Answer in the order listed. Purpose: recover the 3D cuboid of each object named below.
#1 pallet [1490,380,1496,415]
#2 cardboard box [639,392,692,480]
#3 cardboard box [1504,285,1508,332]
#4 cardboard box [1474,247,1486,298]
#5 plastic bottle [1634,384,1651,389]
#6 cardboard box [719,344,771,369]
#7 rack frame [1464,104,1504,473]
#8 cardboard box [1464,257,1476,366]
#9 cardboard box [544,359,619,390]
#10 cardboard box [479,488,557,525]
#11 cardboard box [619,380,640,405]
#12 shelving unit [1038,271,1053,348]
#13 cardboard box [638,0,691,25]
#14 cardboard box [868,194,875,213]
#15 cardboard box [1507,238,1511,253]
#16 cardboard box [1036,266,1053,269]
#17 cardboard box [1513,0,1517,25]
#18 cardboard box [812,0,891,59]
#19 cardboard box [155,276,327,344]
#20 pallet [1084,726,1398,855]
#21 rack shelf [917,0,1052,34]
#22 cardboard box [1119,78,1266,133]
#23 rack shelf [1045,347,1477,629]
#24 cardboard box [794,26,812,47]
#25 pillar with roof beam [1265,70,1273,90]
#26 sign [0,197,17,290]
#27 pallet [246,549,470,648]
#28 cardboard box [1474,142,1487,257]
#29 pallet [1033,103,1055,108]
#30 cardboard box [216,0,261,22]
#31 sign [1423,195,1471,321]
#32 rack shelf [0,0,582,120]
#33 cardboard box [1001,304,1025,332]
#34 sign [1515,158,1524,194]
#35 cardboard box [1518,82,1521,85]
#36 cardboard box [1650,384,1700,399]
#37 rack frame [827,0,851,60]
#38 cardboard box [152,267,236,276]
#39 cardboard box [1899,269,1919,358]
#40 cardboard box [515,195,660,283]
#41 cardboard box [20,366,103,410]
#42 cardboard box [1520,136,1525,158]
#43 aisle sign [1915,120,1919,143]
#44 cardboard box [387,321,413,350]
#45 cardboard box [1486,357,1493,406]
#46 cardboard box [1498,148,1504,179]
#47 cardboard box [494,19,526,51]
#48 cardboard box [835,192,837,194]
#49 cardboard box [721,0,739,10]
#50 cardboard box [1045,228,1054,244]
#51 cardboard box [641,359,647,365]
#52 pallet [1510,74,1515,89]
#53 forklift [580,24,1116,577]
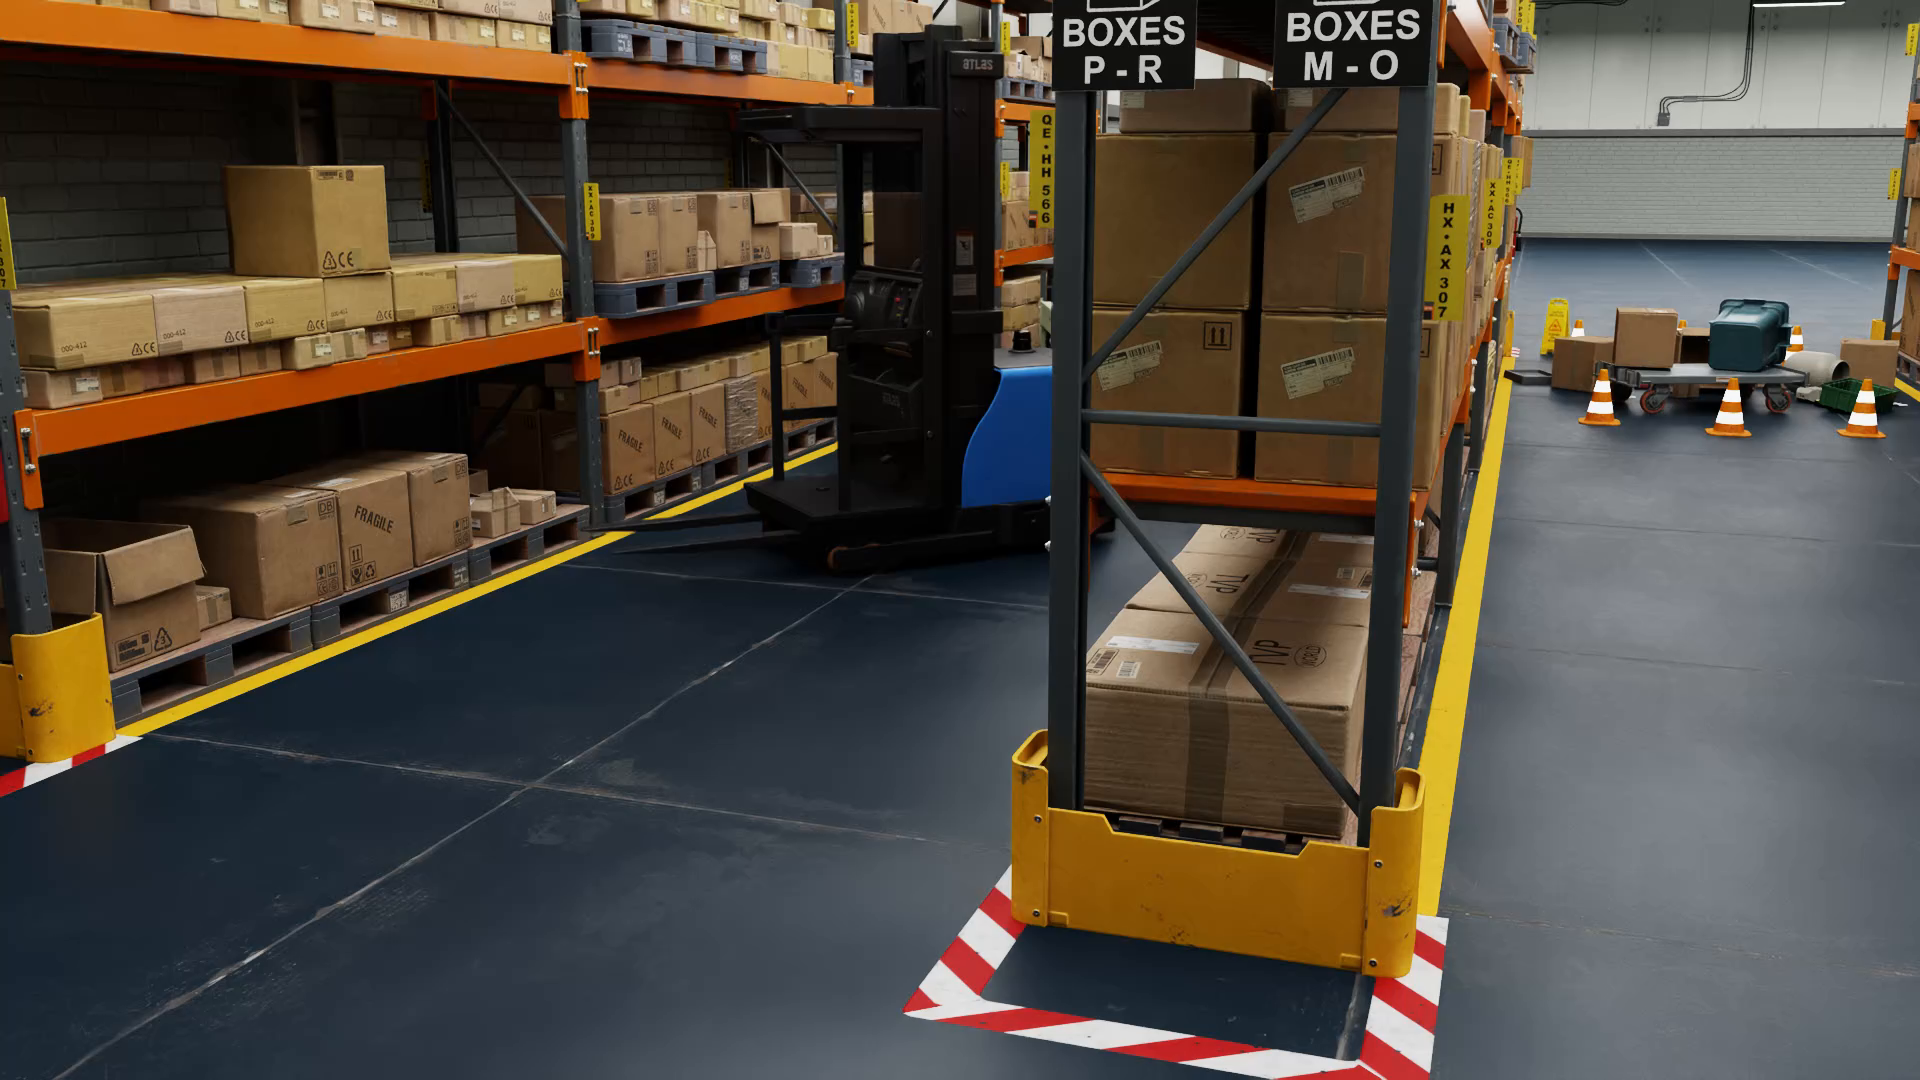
[{"bbox_3d":[4.385,-1.323,15.308,1.003,0.211,1.213,4,14,18],"label":"pallet"},{"bbox_3d":[-2.118,-0.703,11.000,0.500,0.500,0.500,4,14,18],"label":"cardboard box"},{"bbox_3d":[5.413,-2.403,17.327,0.500,0.500,0.500,5,14,21],"label":"cardboard box"},{"bbox_3d":[2.456,-1.405,8.615,0.500,0.250,0.500,4,13,17],"label":"cardboard box"},{"bbox_3d":[6.828,-1.550,16.642,0.133,0.061,0.283,7,15,28],"label":"plastic bottle"},{"bbox_3d":[-1.591,-1.376,12.493,0.380,0.149,0.250,5,14,20],"label":"cardboard box"},{"bbox_3d":[3.341,-2.004,12.027,1.000,3.000,0.127,4,14,18],"label":"rack frame"},{"bbox_3d":[2.139,-1.094,7.817,0.500,0.500,0.500,4,14,19],"label":"cardboard box"},{"bbox_3d":[-2.340,-1.026,10.291,0.380,0.149,0.250,4,13,17],"label":"cardboard box"},{"bbox_3d":[-2.553,-0.195,9.563,0.380,0.149,0.250,4,13,17],"label":"cardboard box"},{"bbox_3d":[-2.267,-0.941,10.585,0.380,0.149,0.250,4,13,17],"label":"cardboard box"},{"bbox_3d":[0.761,-0.991,10.958,0.431,1.500,0.755,-1,13,-3],"label":"shelving unit"},{"bbox_3d":[-1.909,-3.305,10.384,0.380,0.149,0.250,5,14,19],"label":"cardboard box"},{"bbox_3d":[-0.890,-2.828,13.953,0.380,0.149,0.250,5,14,20],"label":"cardboard box"},{"bbox_3d":[5.464,-3.036,17.111,0.380,0.149,0.250,4,14,19],"label":"cardboard box"},{"bbox_3d":[1.218,-3.169,20.121,0.500,0.250,0.500,5,14,19],"label":"cardboard box"},{"bbox_3d":[3.201,-3.498,10.662,0.700,0.500,0.500,4,13,16],"label":"cardboard box"},{"bbox_3d":[-0.892,-4.260,13.778,0.500,0.500,0.500,4,14,19],"label":"cardboard box"},{"bbox_3d":[-3.219,-1.037,7.460,0.500,0.250,0.500,4,13,17],"label":"cardboard box"},{"bbox_3d":[0.938,0.866,5.719,1.003,0.211,1.213,4,14,18],"label":"pallet"},{"bbox_3d":[0.585,-6.003,18.581,1.077,0.370,4.000,4,14,18],"label":"rack shelf"},{"bbox_3d":[0.679,-1.262,4.846,0.380,0.149,0.250,5,14,19],"label":"cardboard box"},{"bbox_3d":[1.400,-0.390,6.572,1.077,0.370,4.000,4,14,18],"label":"rack shelf"},{"bbox_3d":[-1.346,-3.799,12.591,0.380,0.149,0.250,4,13,17],"label":"cardboard box"},{"bbox_3d":[11.993,-11.631,40.725,9.100,9.000,0.548,4,14,18],"label":"pillar with roof beam"},{"bbox_3d":[-3.432,-1.059,5.942,0.100,0.325,0.005,4,14,18],"label":"sign"},{"bbox_3d":[-3.267,0.244,8.447,1.003,0.211,1.213,4,14,18],"label":"pallet"},{"bbox_3d":[2.156,-1.579,7.692,0.500,0.500,0.500,4,14,18],"label":"cardboard box"},{"bbox_3d":[0.979,-5.317,20.001,1.003,0.211,1.213,4,14,18],"label":"pallet"},{"bbox_3d":[-3.207,-2.277,7.047,0.380,0.149,0.250,4,14,18],"label":"cardboard box"},{"bbox_3d":[1.276,-0.739,4.361,0.100,0.325,0.005,4,14,18],"label":"sign"},{"bbox_3d":[-3.298,-2.209,7.800,1.077,0.370,4.000,4,14,18],"label":"rack shelf"},{"bbox_3d":[0.386,-2.390,17.831,0.500,0.250,0.500,4,14,18],"label":"cardboard box"},{"bbox_3d":[5.162,-3.371,15.416,0.100,0.325,0.005,4,14,18],"label":"sign"},{"bbox_3d":[5.195,-4.563,16.165,0.500,0.250,0.500,4,14,18],"label":"cardboard box"},{"bbox_3d":[6.930,-1.530,16.095,0.258,0.266,0.396,-5,14,-21],"label":"cardboard box"},{"bbox_3d":[-1.357,-5.285,12.921,1.000,3.000,0.127,4,14,18],"label":"rack frame"},{"bbox_3d":[-3.545,-1.186,8.114,0.500,0.250,0.500,4,14,18],"label":"cardboard box"},{"bbox_3d":[10.489,-2.375,17.482,0.875,0.875,0.875,4,14,19],"label":"cardboard box"},{"bbox_3d":[-2.283,-1.857,10.217,0.700,0.500,0.500,5,14,20],"label":"cardboard box"},{"bbox_3d":[-3.579,-0.603,6.454,0.380,0.149,0.250,4,14,18],"label":"cardboard box"},{"bbox_3d":[5.169,-3.710,16.363,0.700,0.500,0.500,4,14,19],"label":"cardboard box"},{"bbox_3d":[10.385,-4.657,17.809,0.394,0.787,0.004,4,14,18],"label":"aisle sign"},{"bbox_3d":[-2.996,-1.042,8.378,0.380,0.149,0.250,5,14,19],"label":"cardboard box"},{"bbox_3d":[4.015,-1.361,14.171,0.950,0.372,0.625,5,14,20],"label":"cardboard box"},{"bbox_3d":[3.263,-2.304,10.869,0.500,0.500,0.500,5,14,19],"label":"cardboard box"},{"bbox_3d":[-2.570,-2.710,8.943,0.380,0.149,0.250,4,14,18],"label":"cardboard box"},{"bbox_3d":[-1.151,-3.028,14.831,0.380,0.149,0.250,4,14,18],"label":"cardboard box"},{"bbox_3d":[-1.696,-3.616,11.078,0.380,0.149,0.250,4,14,19],"label":"cardboard box"},{"bbox_3d":[0.827,-3.648,19.005,0.500,0.500,0.500,4,14,19],"label":"cardboard box"},{"bbox_3d":[-2.426,-1.194,11.696,0.380,0.149,0.250,5,14,19],"label":"cardboard box"},{"bbox_3d":[4.002,-3.876,13.910,1.213,0.211,1.003,4,14,18],"label":"pallet"},{"bbox_3d":[-0.620,-1.362,9.371,3.031,2.935,1.130,-7,14,-27],"label":"forklift"}]
